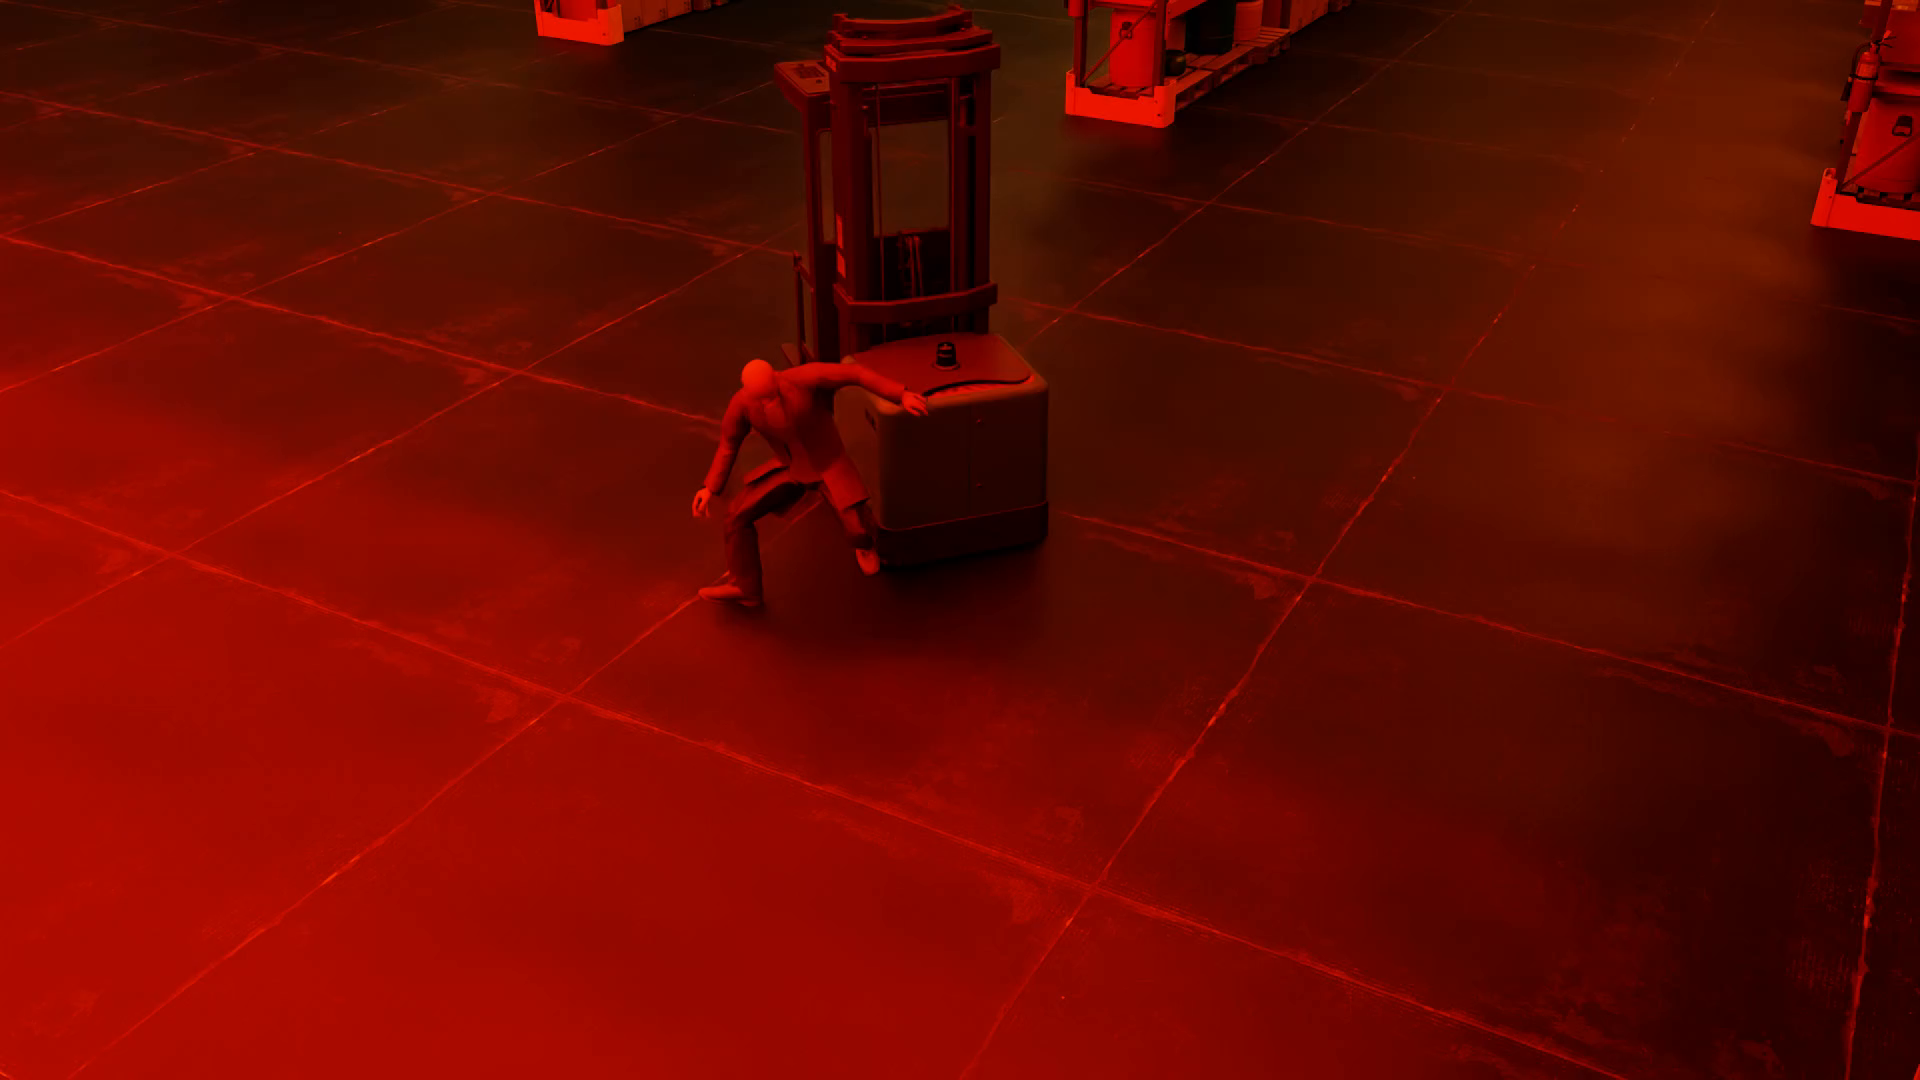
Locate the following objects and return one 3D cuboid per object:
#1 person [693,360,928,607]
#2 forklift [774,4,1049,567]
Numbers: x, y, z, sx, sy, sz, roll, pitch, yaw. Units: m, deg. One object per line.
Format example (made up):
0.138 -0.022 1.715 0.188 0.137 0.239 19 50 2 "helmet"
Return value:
-0.802 -0.349 9.129 1.232 1.508 0.787 7 31 12 "person"
-0.460 -1.839 10.257 1.130 2.935 3.031 -10 32 -17 "forklift"
